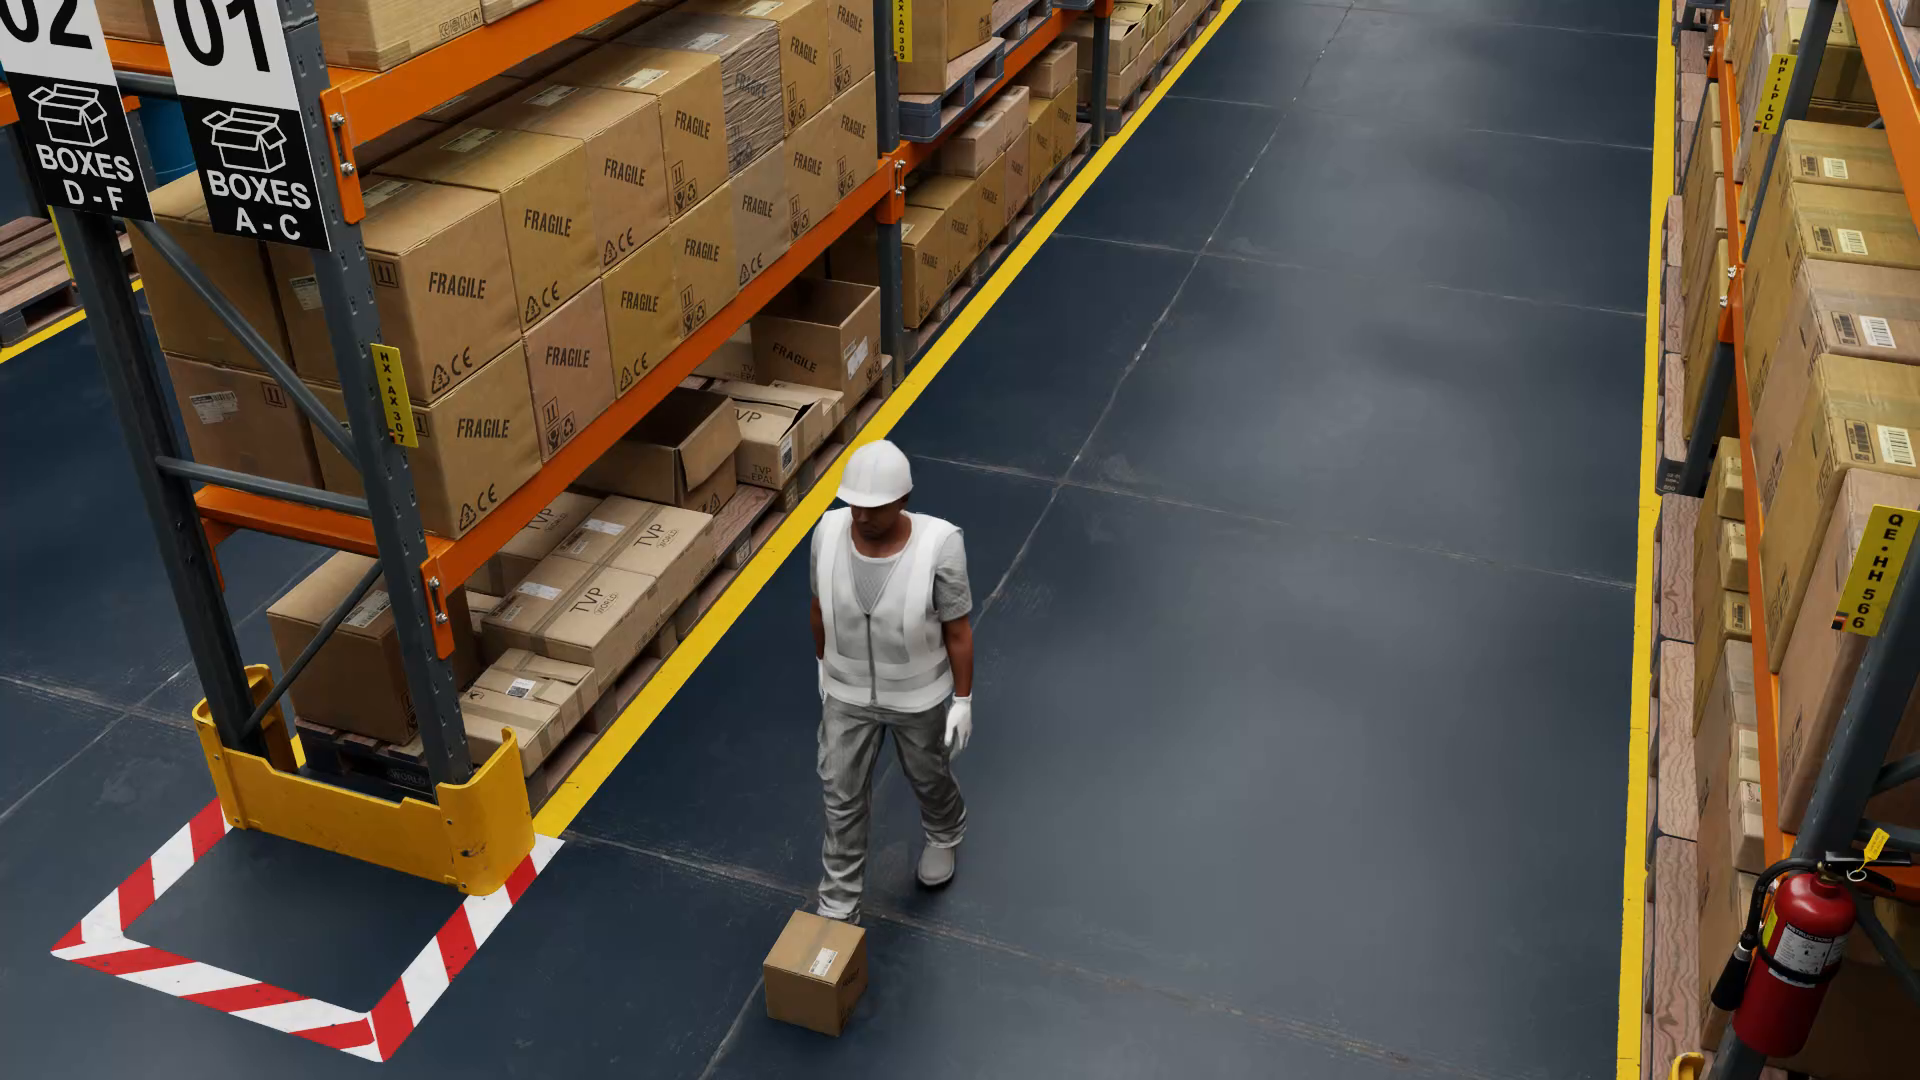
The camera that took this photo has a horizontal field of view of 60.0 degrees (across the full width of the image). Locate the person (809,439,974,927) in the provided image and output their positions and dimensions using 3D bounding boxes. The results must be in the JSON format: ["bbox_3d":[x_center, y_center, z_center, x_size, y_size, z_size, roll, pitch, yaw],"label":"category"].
[{"bbox_3d":[-0.243,0.522,5.296,0.578,1.772,0.774,7,34,11],"label":"person"}]
